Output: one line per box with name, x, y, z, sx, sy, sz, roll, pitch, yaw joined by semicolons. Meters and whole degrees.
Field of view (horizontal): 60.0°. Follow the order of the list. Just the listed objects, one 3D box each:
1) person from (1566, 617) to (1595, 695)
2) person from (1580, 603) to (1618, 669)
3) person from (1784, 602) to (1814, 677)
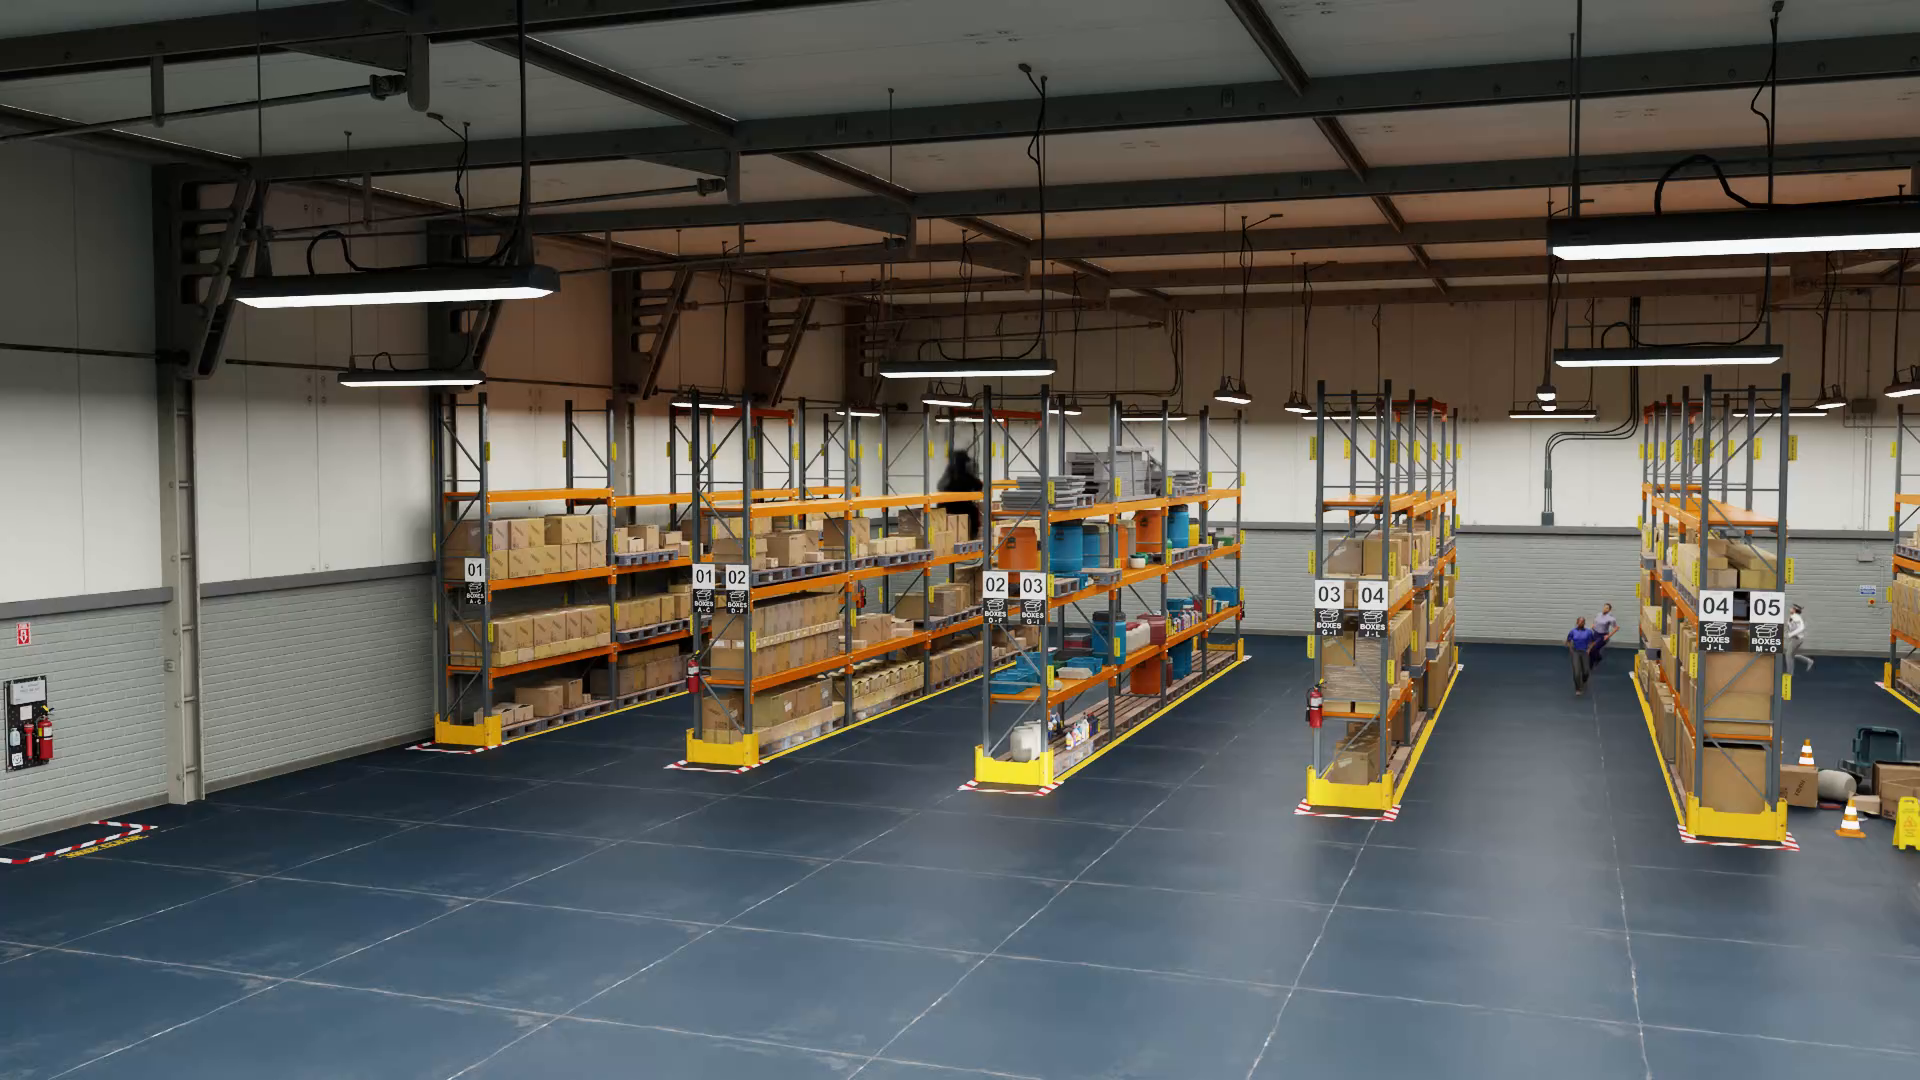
person;12.758;2.377;34.210;0.573;1.603;0.584;1;3;20
person;14.674;2.206;38.015;0.687;1.552;0.807;-2;3;-27
person;18.607;2.218;36.889;0.695;1.686;0.622;1;3;18
